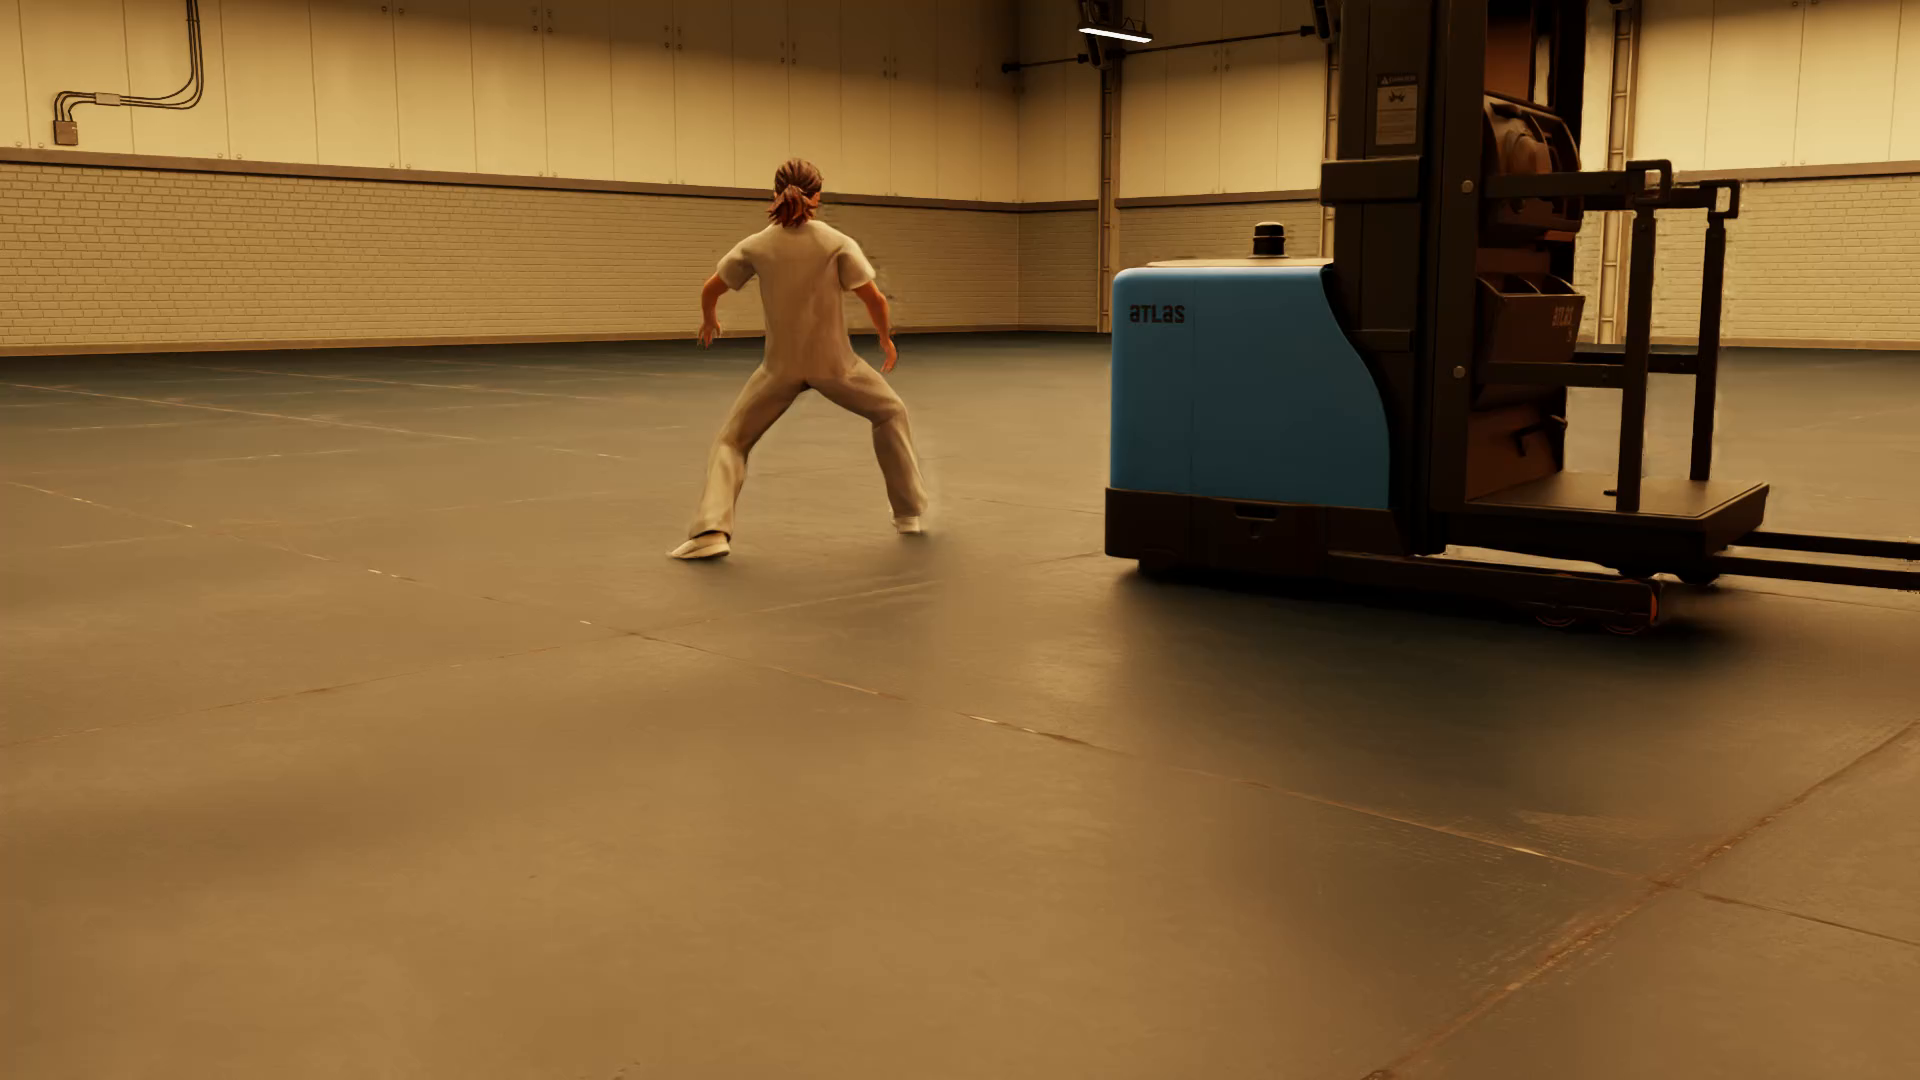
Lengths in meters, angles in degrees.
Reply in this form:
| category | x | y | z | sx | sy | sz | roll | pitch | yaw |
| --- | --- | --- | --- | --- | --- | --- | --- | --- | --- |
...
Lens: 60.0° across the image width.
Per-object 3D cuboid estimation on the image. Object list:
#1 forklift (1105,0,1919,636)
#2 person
| category | x | y | z | sx | sy | sz | roll | pitch | yaw |
| --- | --- | --- | --- | --- | --- | --- | --- | --- | --- |
| forklift | 2.014 | -1.259 | 5.238 | 3.031 | 2.935 | 1.130 | 6 | 10 | 35 |
| person | -0.621 | -0.704 | 6.496 | 0.936 | 1.538 | 0.881 | 1 | 9 | 5 |
